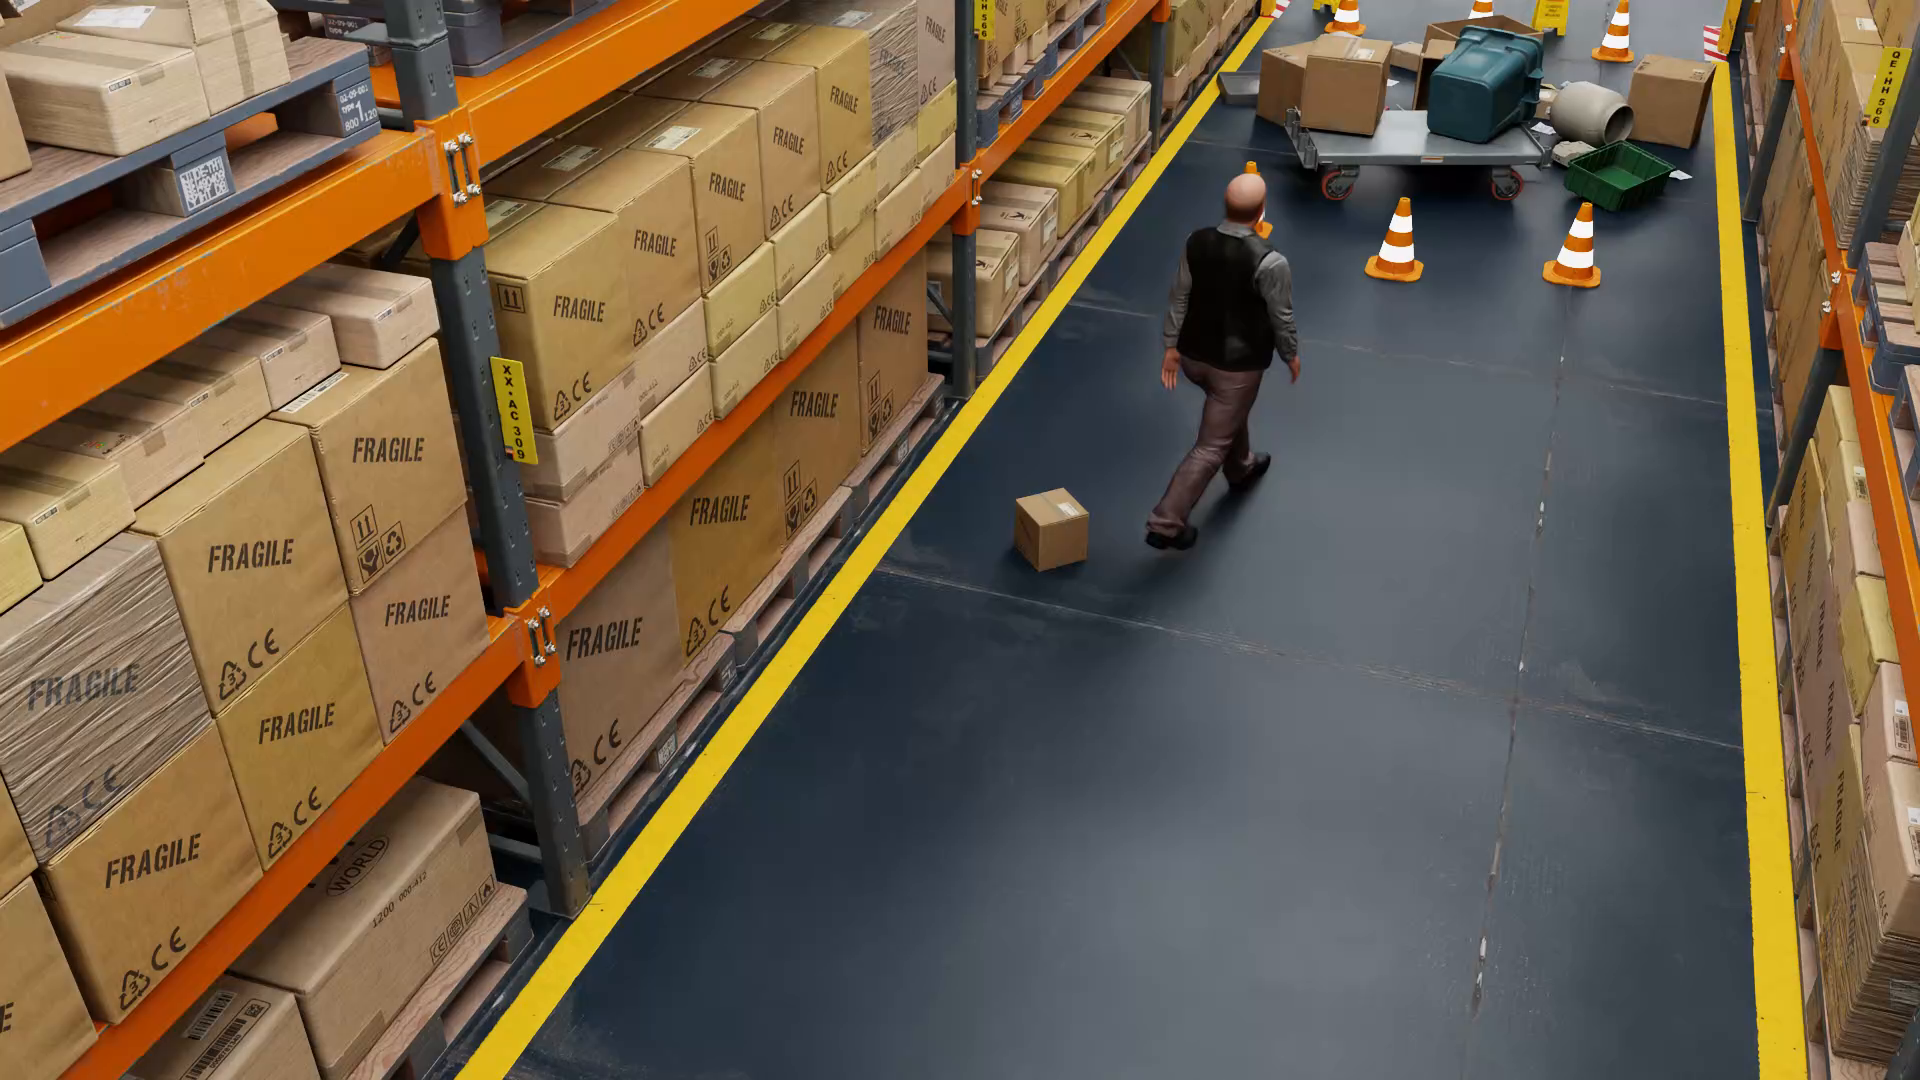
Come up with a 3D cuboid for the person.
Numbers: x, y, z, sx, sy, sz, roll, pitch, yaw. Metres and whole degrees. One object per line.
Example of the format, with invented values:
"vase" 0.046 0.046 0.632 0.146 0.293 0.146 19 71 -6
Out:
"person" 1.189 -0.815 7.422 1.099 1.669 0.547 -26 41 -34
